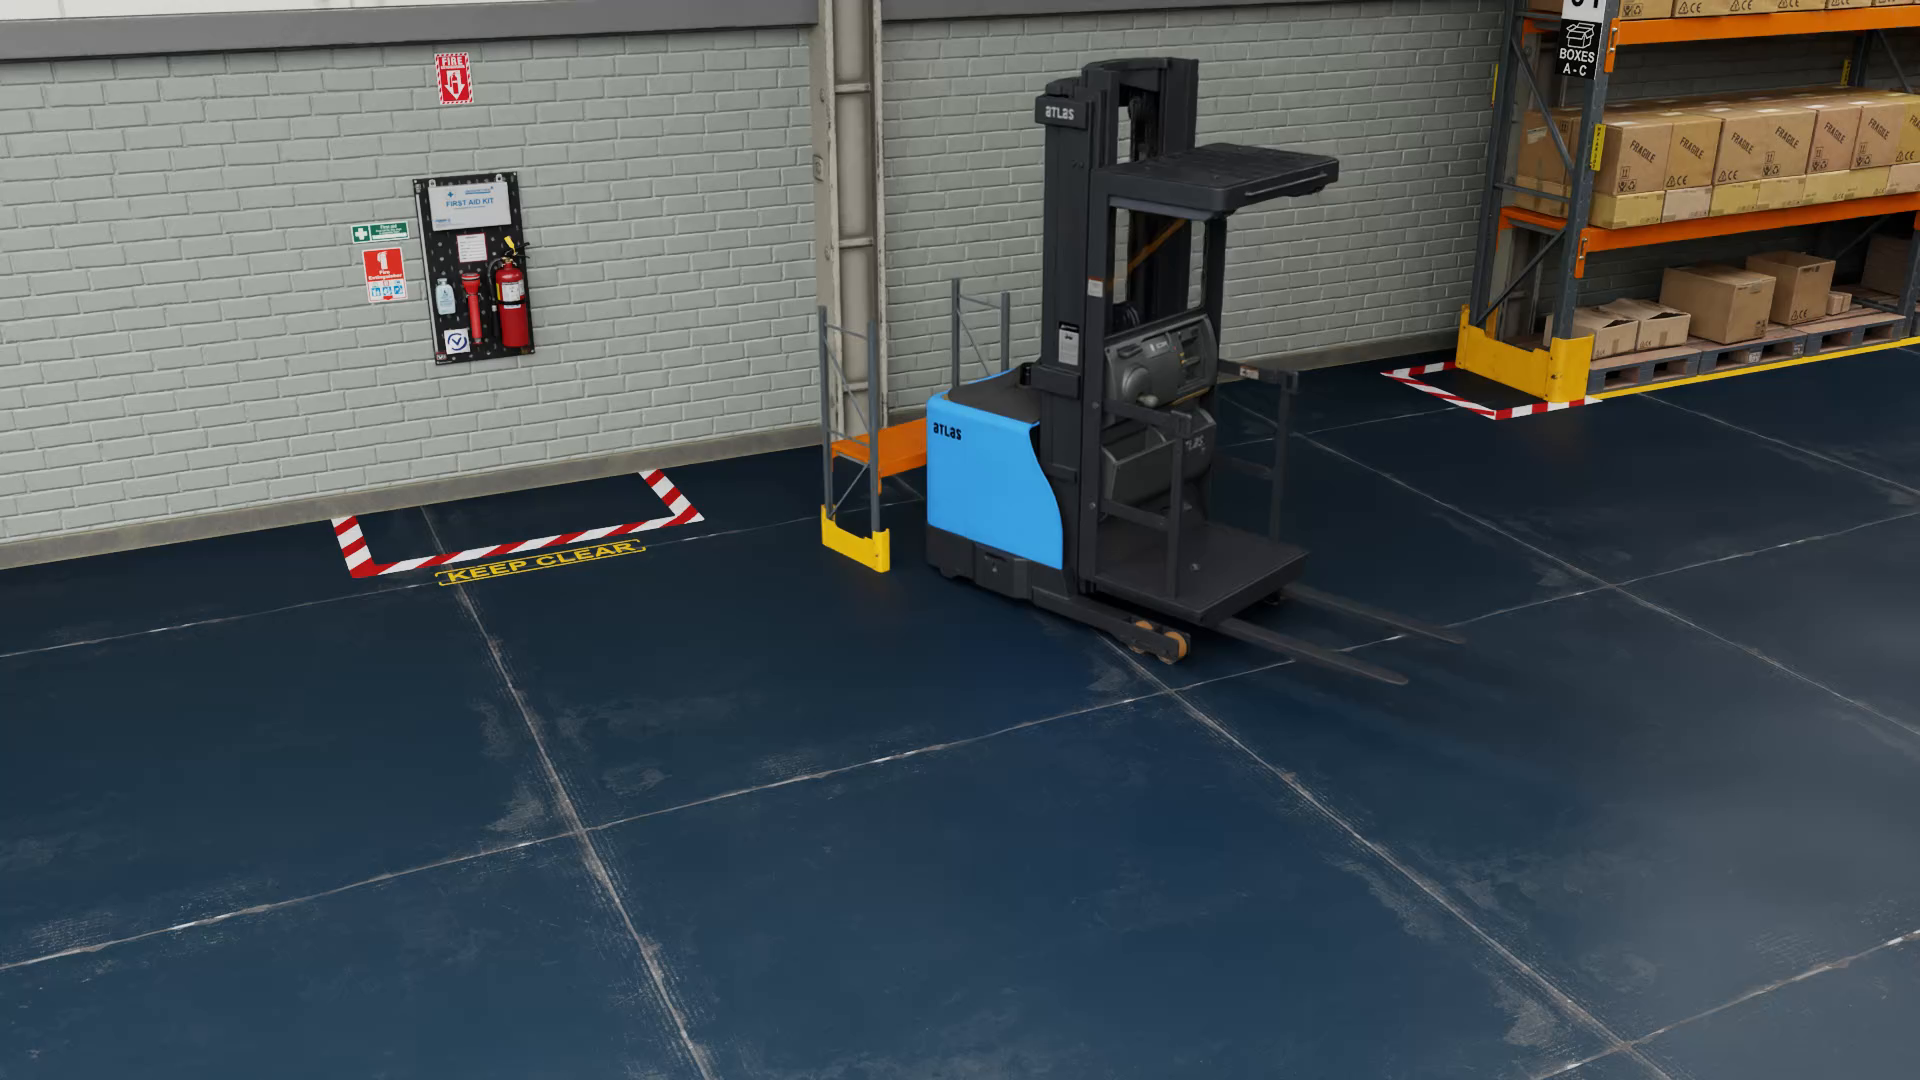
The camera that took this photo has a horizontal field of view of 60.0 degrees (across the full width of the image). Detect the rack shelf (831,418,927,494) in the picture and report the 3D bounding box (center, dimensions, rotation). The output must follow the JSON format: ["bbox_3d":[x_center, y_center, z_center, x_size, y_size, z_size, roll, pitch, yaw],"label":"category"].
[{"bbox_3d":[-0.260,-0.551,10.091,1.000,0.185,0.538,-18,29,-37],"label":"rack shelf"}]

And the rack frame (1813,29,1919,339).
[{"bbox_3d":[8.008,-3.311,14.326,0.127,3.000,1.000,-10,25,-24],"label":"rack frame"}]

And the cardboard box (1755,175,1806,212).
[{"bbox_3d":[6.360,-2.815,13.299,0.500,0.250,0.500,-10,25,-23],"label":"cardboard box"}]

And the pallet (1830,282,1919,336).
[{"bbox_3d":[8.708,-2.152,15.173,1.213,0.211,1.003,-10,25,-24],"label":"pallet"}]

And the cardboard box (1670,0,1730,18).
[{"bbox_3d":[5.312,-4.135,12.238,0.500,0.500,0.500,-9,24,-20],"label":"cardboard box"}]

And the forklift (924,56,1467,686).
[{"bbox_3d":[1.226,-0.933,8.673,3.031,2.935,1.130,19,29,38],"label":"forklift"}]

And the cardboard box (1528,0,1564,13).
[{"bbox_3d":[4.669,-4.245,12.505,0.500,0.500,0.500,-9,24,-20],"label":"cardboard box"}]

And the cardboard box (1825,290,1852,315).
[{"bbox_3d":[7.538,-2.106,14.544,0.250,0.166,0.380,-14,26,-30],"label":"cardboard box"}]

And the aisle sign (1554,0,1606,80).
[{"bbox_3d":[4.469,-3.733,11.947,0.004,0.787,0.394,-10,25,-24],"label":"aisle sign"}]

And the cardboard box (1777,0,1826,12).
[{"bbox_3d":[6.252,-4.318,12.682,0.500,0.500,0.500,-9,24,-20],"label":"cardboard box"}]

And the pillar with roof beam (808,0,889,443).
[{"bbox_3d":[1.120,-3.354,6.588,0.400,9.000,9.100,-10,25,-24],"label":"pillar with roof beam"}]

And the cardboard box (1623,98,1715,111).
[{"bbox_3d":[5.658,-3.252,13.375,0.500,0.500,0.500,-11,25,-25],"label":"cardboard box"}]

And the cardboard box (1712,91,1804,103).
[{"bbox_3d":[6.574,-3.426,13.794,0.500,0.500,0.500,-10,24,-22],"label":"cardboard box"}]

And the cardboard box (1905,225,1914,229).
[{"bbox_3d":[9.107,-2.590,15.278,0.500,0.500,0.700,-11,25,-25],"label":"cardboard box"}]

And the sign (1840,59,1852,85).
[{"bbox_3d":[7.764,-4.036,14.565,0.005,0.325,0.100,-10,25,-24],"label":"sign"}]

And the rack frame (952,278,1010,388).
[{"bbox_3d":[0.124,-0.845,10.330,0.032,1.500,0.500,-18,29,-37],"label":"rack frame"}]

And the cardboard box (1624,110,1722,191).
[{"bbox_3d":[5.413,-2.988,12.735,0.500,0.500,0.500,-10,25,-23],"label":"cardboard box"}]

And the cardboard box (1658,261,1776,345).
[{"bbox_3d":[6.262,-1.978,13.800,0.500,0.500,0.700,-12,25,-27],"label":"cardboard box"}]

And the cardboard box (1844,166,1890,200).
[{"bbox_3d":[7.260,-2.988,13.716,0.500,0.250,0.500,-10,25,-23],"label":"cardboard box"}]

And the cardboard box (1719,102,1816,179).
[{"bbox_3d":[6.342,-3.161,13.154,0.500,0.500,0.500,-10,24,-22],"label":"cardboard box"}]

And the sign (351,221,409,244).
[{"bbox_3d":[-3.526,-1.872,10.111,0.331,0.109,0.001,-10,25,-24],"label":"sign"}]

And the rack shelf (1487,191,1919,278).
[{"bbox_3d":[6.205,-2.647,13.662,4.000,0.370,1.077,-10,25,-24],"label":"rack shelf"}]

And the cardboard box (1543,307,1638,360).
[{"bbox_3d":[5.066,-1.692,13.356,0.500,0.311,0.500,-14,26,-30],"label":"cardboard box"}]

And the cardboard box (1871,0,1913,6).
[{"bbox_3d":[7.198,-4.504,13.129,0.500,0.500,0.500,-13,26,-28],"label":"cardboard box"}]

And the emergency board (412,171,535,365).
[{"bbox_3d":[-2.991,-1.669,10.361,0.643,1.169,0.194,-10,25,-24],"label":"emergency board"}]

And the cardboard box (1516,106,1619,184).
[{"bbox_3d":[4.736,-3.085,12.970,0.500,0.500,0.500,-11,25,-24],"label":"cardboard box"}]

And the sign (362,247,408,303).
[{"bbox_3d":[-3.534,-1.630,10.218,0.234,0.329,0.001,-10,25,-24],"label":"sign"}]

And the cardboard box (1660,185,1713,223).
[{"bbox_3d":[5.442,-2.650,12.899,0.500,0.250,0.500,-11,25,-25],"label":"cardboard box"}]

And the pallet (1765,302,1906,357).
[{"bbox_3d":[7.418,-1.899,14.561,1.213,0.211,1.003,-10,25,-24],"label":"pallet"}]

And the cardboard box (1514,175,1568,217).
[{"bbox_3d":[4.740,-2.731,13.097,0.500,0.250,0.500,-10,25,-23],"label":"cardboard box"}]

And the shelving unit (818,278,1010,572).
[{"bbox_3d":[-0.253,-0.720,10.028,1.083,1.500,0.587,-18,29,-37],"label":"shelving unit"}]

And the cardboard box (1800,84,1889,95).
[{"bbox_3d":[7.493,-3.591,14.193,0.500,0.500,0.500,-11,25,-25],"label":"cardboard box"}]

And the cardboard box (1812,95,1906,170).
[{"bbox_3d":[7.268,-3.327,13.556,0.500,0.500,0.500,-11,25,-24],"label":"cardboard box"}]
